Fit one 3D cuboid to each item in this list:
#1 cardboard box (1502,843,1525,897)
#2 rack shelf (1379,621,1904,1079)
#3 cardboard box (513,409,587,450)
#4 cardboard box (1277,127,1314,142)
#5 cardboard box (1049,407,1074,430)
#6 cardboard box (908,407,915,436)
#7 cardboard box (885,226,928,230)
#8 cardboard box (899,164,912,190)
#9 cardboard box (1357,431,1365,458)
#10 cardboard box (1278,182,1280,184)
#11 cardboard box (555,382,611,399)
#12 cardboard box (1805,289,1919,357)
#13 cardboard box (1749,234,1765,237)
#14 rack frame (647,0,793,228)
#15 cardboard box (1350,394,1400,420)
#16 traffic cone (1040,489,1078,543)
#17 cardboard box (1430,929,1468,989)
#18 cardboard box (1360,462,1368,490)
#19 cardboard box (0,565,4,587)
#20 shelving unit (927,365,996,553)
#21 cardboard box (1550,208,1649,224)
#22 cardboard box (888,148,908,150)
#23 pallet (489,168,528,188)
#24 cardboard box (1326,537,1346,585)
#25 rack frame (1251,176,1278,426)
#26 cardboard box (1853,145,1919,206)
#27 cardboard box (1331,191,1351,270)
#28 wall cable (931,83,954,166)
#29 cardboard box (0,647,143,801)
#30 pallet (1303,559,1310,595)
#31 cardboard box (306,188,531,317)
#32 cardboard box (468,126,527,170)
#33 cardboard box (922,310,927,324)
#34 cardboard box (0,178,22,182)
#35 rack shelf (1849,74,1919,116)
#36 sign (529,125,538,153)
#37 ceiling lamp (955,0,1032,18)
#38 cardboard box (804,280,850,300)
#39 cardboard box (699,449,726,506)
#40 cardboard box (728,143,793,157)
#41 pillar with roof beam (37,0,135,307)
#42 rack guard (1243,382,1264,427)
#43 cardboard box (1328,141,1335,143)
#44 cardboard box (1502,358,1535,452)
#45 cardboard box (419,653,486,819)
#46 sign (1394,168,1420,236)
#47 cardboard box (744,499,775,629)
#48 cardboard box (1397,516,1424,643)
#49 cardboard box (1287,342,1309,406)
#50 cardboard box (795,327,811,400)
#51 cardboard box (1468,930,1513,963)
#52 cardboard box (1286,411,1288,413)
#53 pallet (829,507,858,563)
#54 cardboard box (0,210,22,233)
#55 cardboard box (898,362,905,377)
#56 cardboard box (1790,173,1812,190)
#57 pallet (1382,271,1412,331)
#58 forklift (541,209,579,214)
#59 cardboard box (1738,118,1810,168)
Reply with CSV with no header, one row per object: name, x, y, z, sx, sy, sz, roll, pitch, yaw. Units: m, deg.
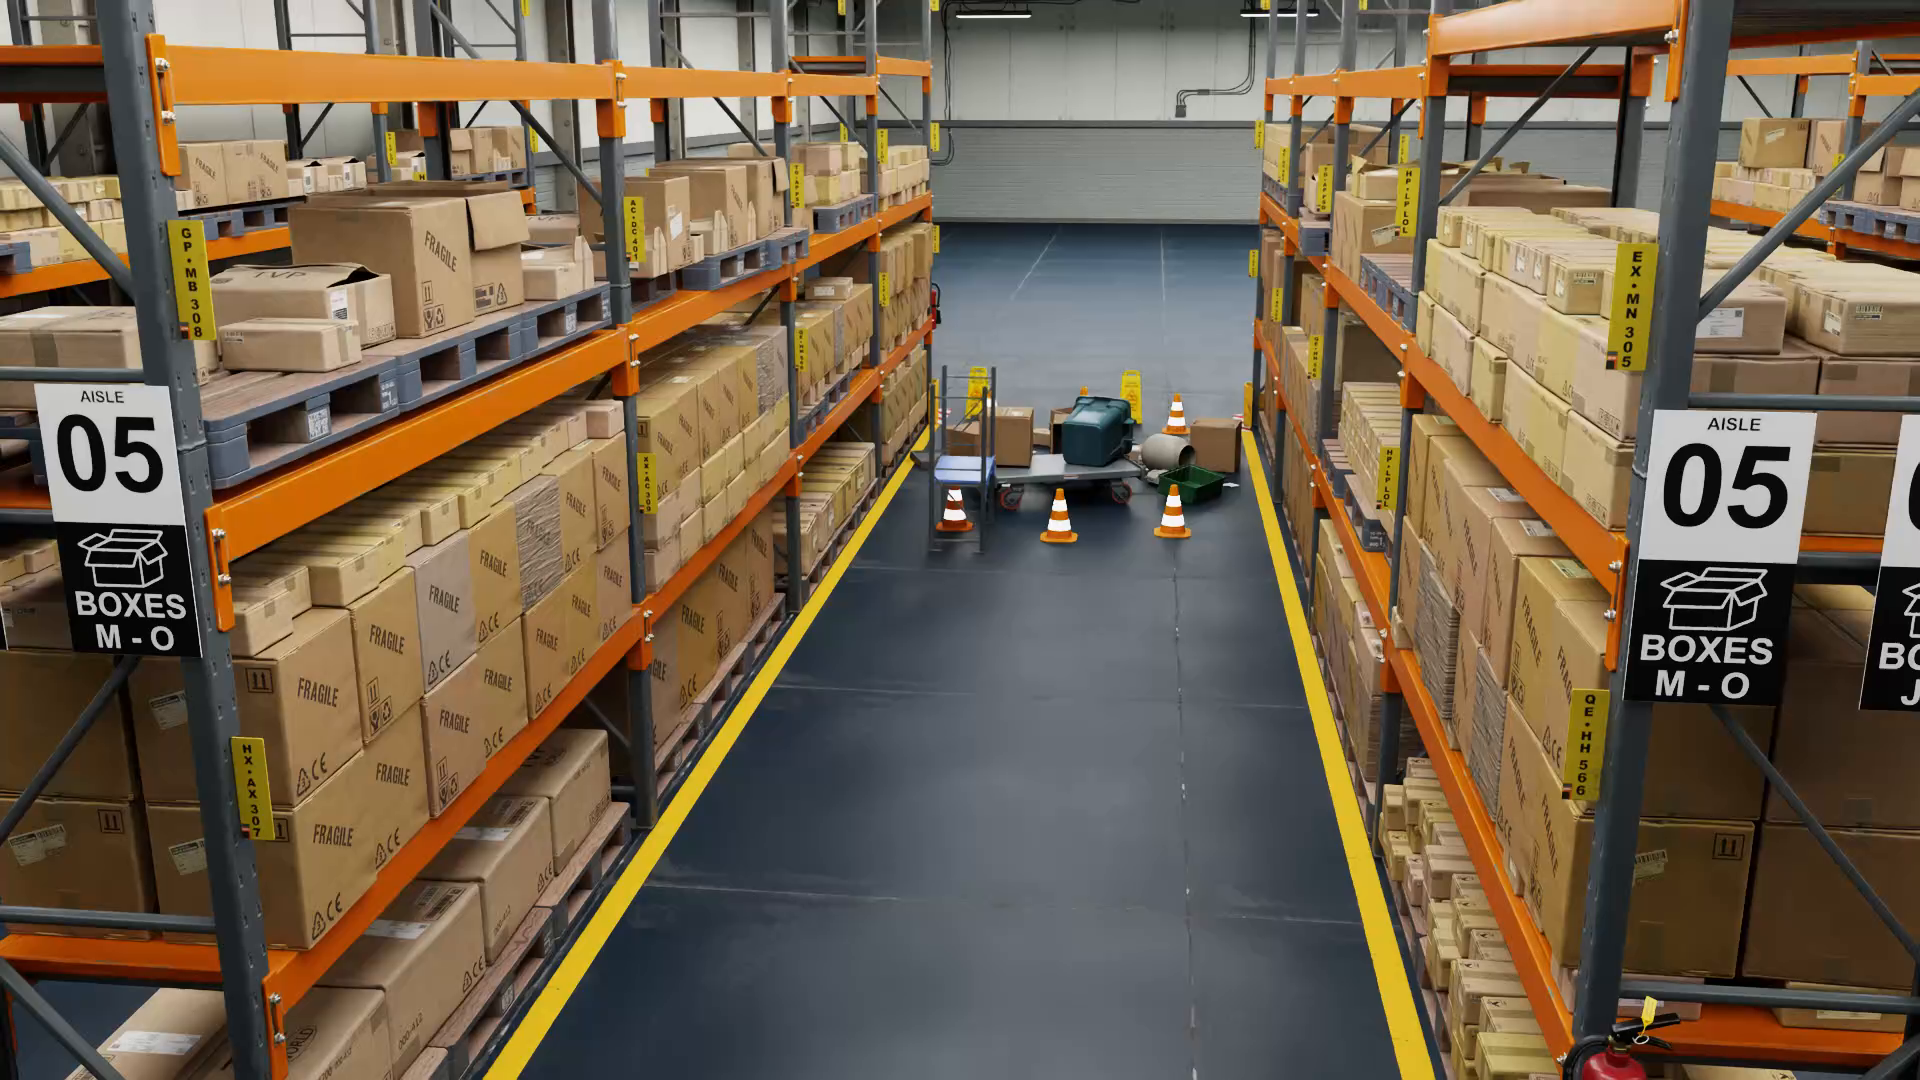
cardboard box,2.114,1.132,5.798,0.380,0.149,0.250,2,15,8
rack shelf,2.500,1.128,6.710,1.077,0.370,4.000,2,15,6
cardboard box,-2.061,-0.547,8.178,0.380,0.149,0.250,2,15,8
cardboard box,3.496,-4.207,17.274,0.380,0.149,0.250,2,15,6
cardboard box,1.467,-1.235,18.852,0.797,0.503,0.637,-10,18,-32
cardboard box,-0.794,-1.358,18.988,0.500,0.250,0.500,1,15,4
cardboard box,-0.756,-3.375,19.306,0.700,0.500,0.500,2,15,7
cardboard box,-0.807,-3.952,18.091,0.500,0.250,0.500,2,15,7
cardboard box,2.810,-0.611,10.871,0.380,0.149,0.250,2,15,6
cardboard box,3.436,-3.693,16.901,0.380,0.149,0.250,2,15,6
cardboard box,-2.352,-0.646,9.787,0.500,0.500,0.500,2,15,7
cardboard box,2.537,-0.587,4.495,0.380,0.149,0.250,2,15,6
cardboard box,8.600,-3.089,18.249,0.500,0.500,0.500,2,15,6
rack frame,-1.753,-3.791,12.031,1.000,3.000,0.127,2,15,6
cardboard box,2.872,-0.897,11.357,0.380,0.149,0.250,2,15,6
traffic cone,0.910,-0.240,15.253,0.336,0.463,0.334,2,15,6
cardboard box,2.203,1.776,7.022,0.380,0.149,0.250,2,15,7
cardboard box,2.778,-0.403,10.670,0.380,0.149,0.250,2,15,7
cardboard box,-6.747,0.262,11.275,0.380,0.149,0.250,2,15,8
shelving unit,0.027,-0.752,15.130,0.538,1.500,1.048,2,16,5
cardboard box,2.962,-1.458,7.716,0.380,0.149,0.250,1,15,4
cardboard box,-0.788,-4.325,18.706,0.380,0.149,0.250,2,15,6
pallet,-5.888,-4.338,19.969,1.003,0.211,1.213,2,15,6
cardboard box,2.801,0.170,11.424,0.500,0.250,0.500,2,15,6
rack frame,4.079,-2.850,20.045,1.000,3.000,0.127,2,15,6
cardboard box,8.394,-3.222,14.671,0.797,0.503,0.637,1,15,3
cardboard box,2.848,-2.132,11.448,0.500,0.500,0.500,2,15,6
wall cable,-1.725,-12.864,51.533,3.097,2.526,0.112,2,15,6
cardboard box,-2.838,0.517,5.485,0.500,0.500,0.500,2,15,8
pallet,3.341,0.368,13.484,1.003,0.211,1.213,2,15,6
cardboard box,-2.325,-1.256,7.207,0.797,0.503,0.637,3,15,11
cardboard box,-5.591,-4.741,20.101,0.500,0.500,0.500,2,15,8
cardboard box,-0.598,-2.676,19.883,0.380,0.149,0.250,2,15,6
cardboard box,-7.059,-2.600,12.325,0.380,0.149,0.250,2,15,7
rack shelf,8.319,-3.478,13.016,1.077,0.370,4.000,2,15,6
sign,-5.245,-4.933,20.455,0.100,0.325,0.005,2,15,6
ceiling lamp,0.911,-15.314,43.461,2.000,3.185,0.800,2,15,6
cardboard box,-1.202,-2.263,15.064,0.380,0.149,0.250,1,15,4
cardboard box,-1.760,-0.399,10.307,0.500,0.250,0.500,2,15,7
cardboard box,-1.812,-3.483,15.163,0.500,0.250,0.500,1,15,5
pillar with roof beam,-3.156,-4.174,13.448,9.100,9.000,0.400,2,15,6
rack guard,4.082,-1.650,20.394,1.175,0.500,0.348,2,15,6
cardboard box,4.130,-4.095,17.622,0.500,0.250,0.500,2,15,7
cardboard box,2.182,-0.463,5.756,0.500,0.250,0.500,2,15,9
cardboard box,-2.212,0.752,6.531,0.500,0.500,0.500,2,15,6
sign,2.174,-1.641,8.081,0.100,0.325,0.005,2,15,6
cardboard box,-1.914,0.105,12.383,0.875,0.875,0.875,2,15,6
cardboard box,2.419,0.191,8.035,0.500,0.500,0.500,1,15,5
cardboard box,3.186,-1.472,14.756,0.500,0.500,0.500,2,15,6
cardboard box,-1.472,-1.400,13.114,0.500,0.500,0.500,1,15,5
cardboard box,2.277,1.705,6.716,0.380,0.149,0.250,1,15,4
cardboard box,3.769,-1.151,17.026,0.875,0.875,0.875,2,15,7
pallet,-1.523,-0.067,15.094,1.003,0.211,1.213,2,15,6
cardboard box,-6.658,-2.176,11.329,0.380,0.149,0.250,2,15,8
cardboard box,-0.810,-1.862,18.174,0.380,0.149,0.250,3,15,9
cardboard box,8.363,-3.508,16.254,0.380,0.149,0.250,1,15,5
pallet,2.901,-1.252,8.748,1.213,0.211,1.003,2,15,6
forklift,-3.802,-1.714,15.973,3.031,2.935,1.130,13,20,40
cardboard box,8.560,-4.182,17.504,0.500,0.500,0.500,2,15,6
